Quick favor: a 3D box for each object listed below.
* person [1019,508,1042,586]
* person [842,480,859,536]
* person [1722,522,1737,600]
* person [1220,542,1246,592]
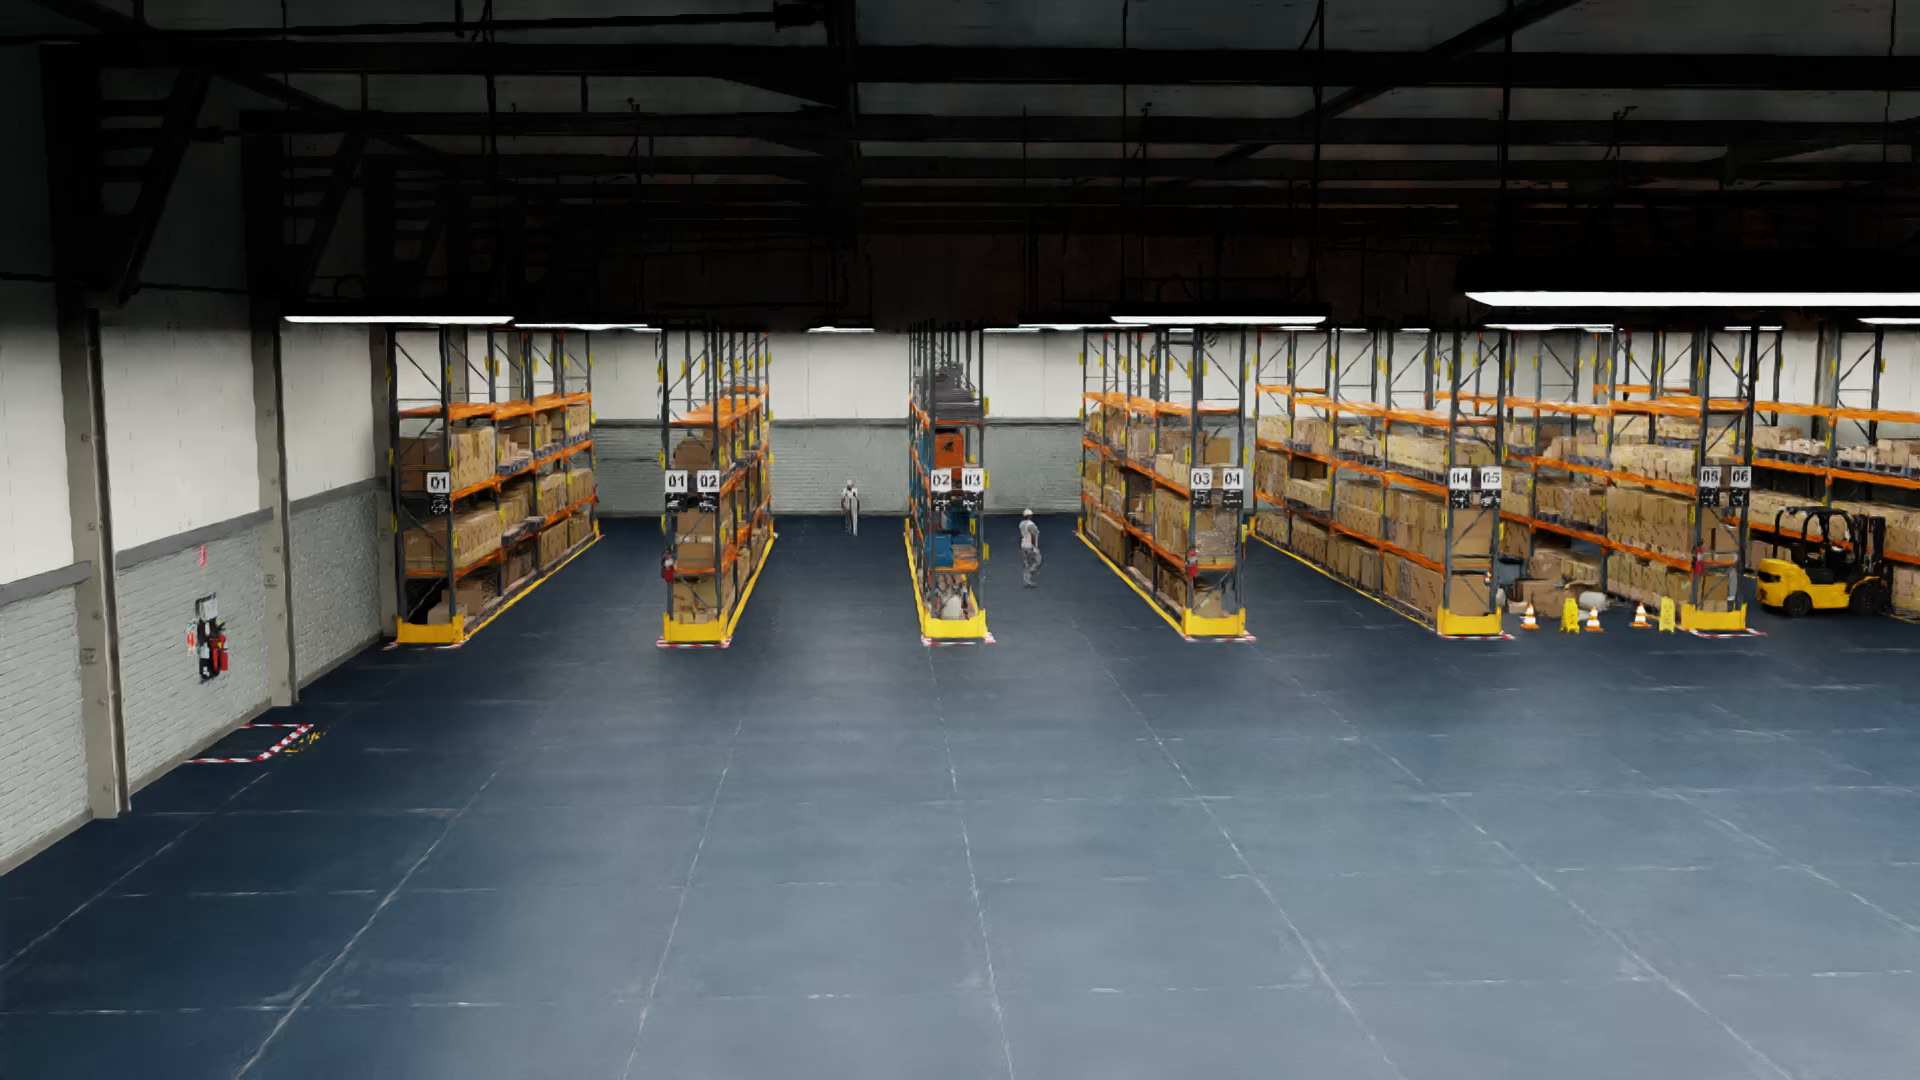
[{"bbox_3d":[1.567,0.165,37.859,0.444,1.781,0.604,-4,8,-29],"label":"person"},{"bbox_3d":[-3.127,-0.931,47.431,0.497,1.583,1.090,0,7,0],"label":"person"},{"bbox_3d":[16.633,0.430,36.054,0.569,1.668,0.563,4,8,27],"label":"person"},{"bbox_3d":[6.057,0.386,36.934,0.592,1.590,0.513,-1,7,-6],"label":"person"}]
